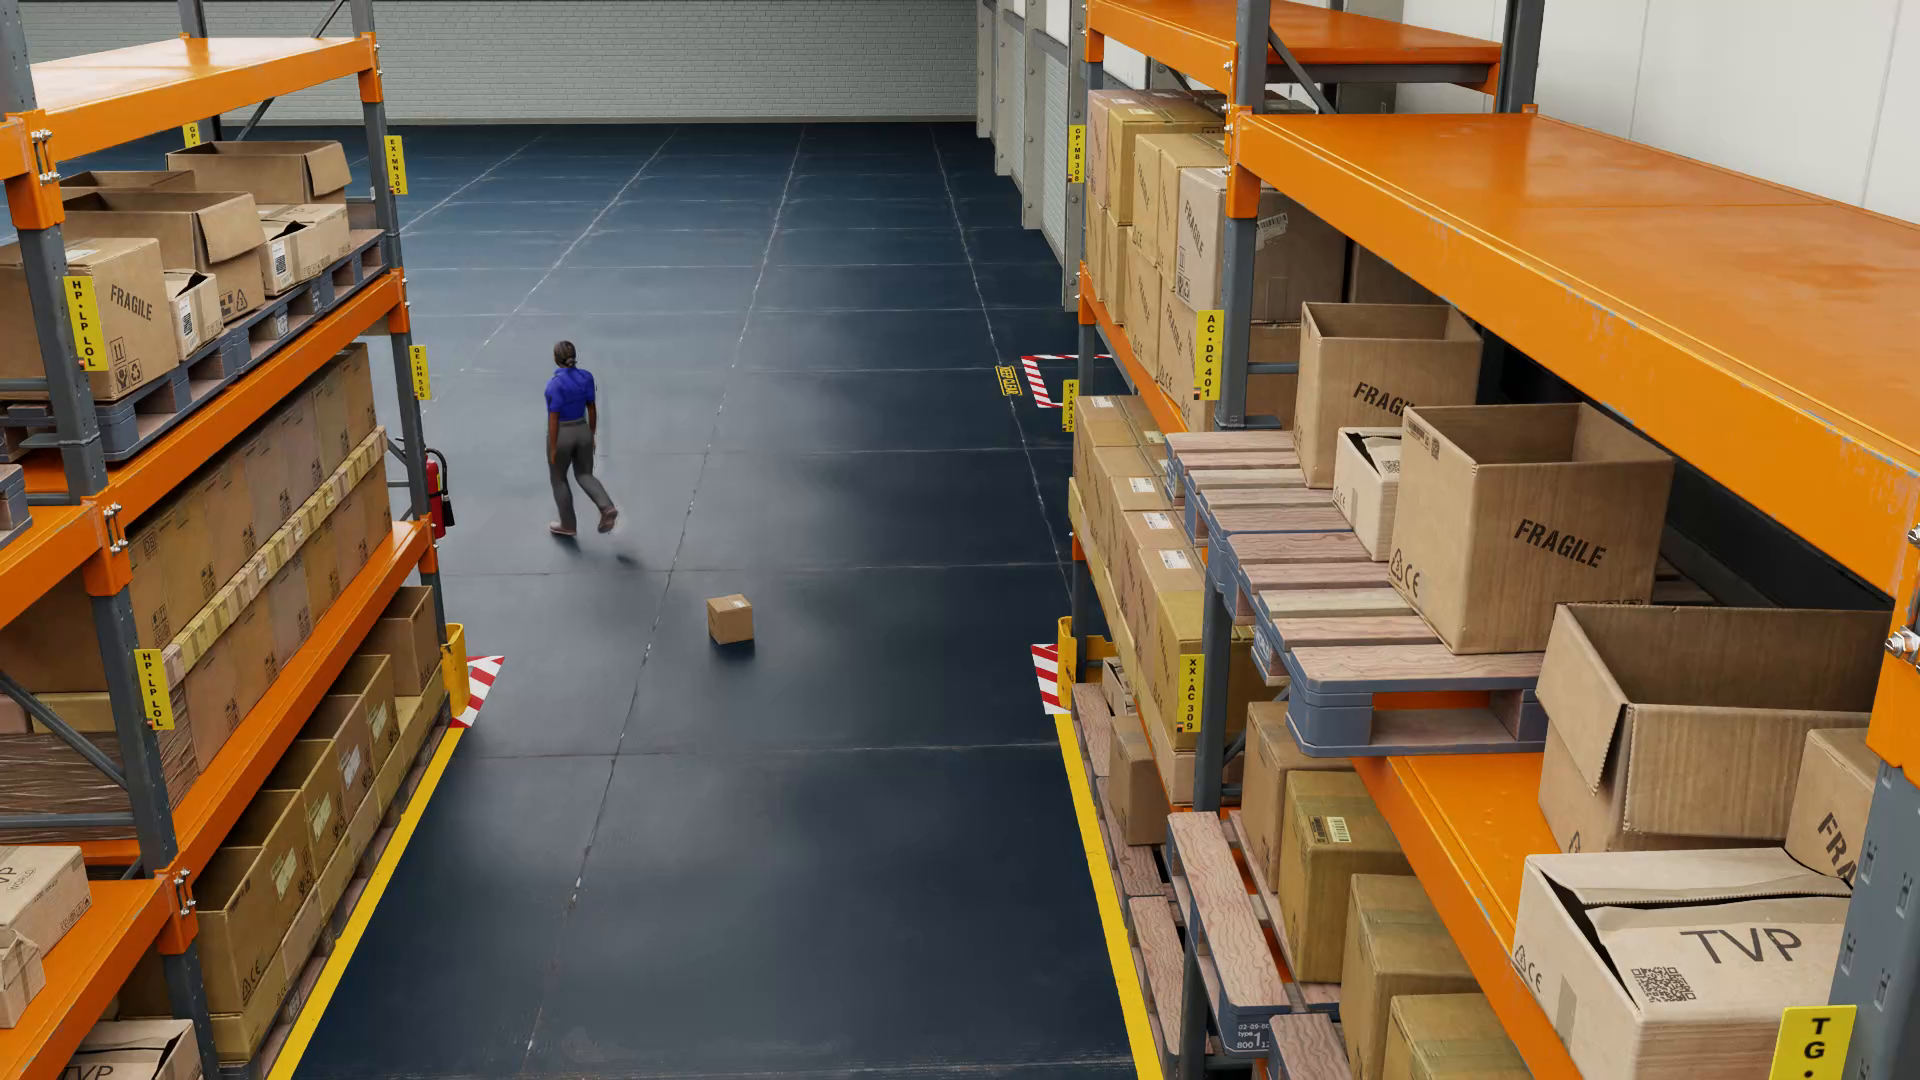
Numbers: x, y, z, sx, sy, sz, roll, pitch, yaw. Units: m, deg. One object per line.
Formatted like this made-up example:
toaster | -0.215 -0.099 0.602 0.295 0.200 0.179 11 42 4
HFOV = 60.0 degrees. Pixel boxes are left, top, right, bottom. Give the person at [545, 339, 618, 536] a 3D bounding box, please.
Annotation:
person | -3.047 -0.791 13.155 0.700 1.632 0.451 18 27 40
